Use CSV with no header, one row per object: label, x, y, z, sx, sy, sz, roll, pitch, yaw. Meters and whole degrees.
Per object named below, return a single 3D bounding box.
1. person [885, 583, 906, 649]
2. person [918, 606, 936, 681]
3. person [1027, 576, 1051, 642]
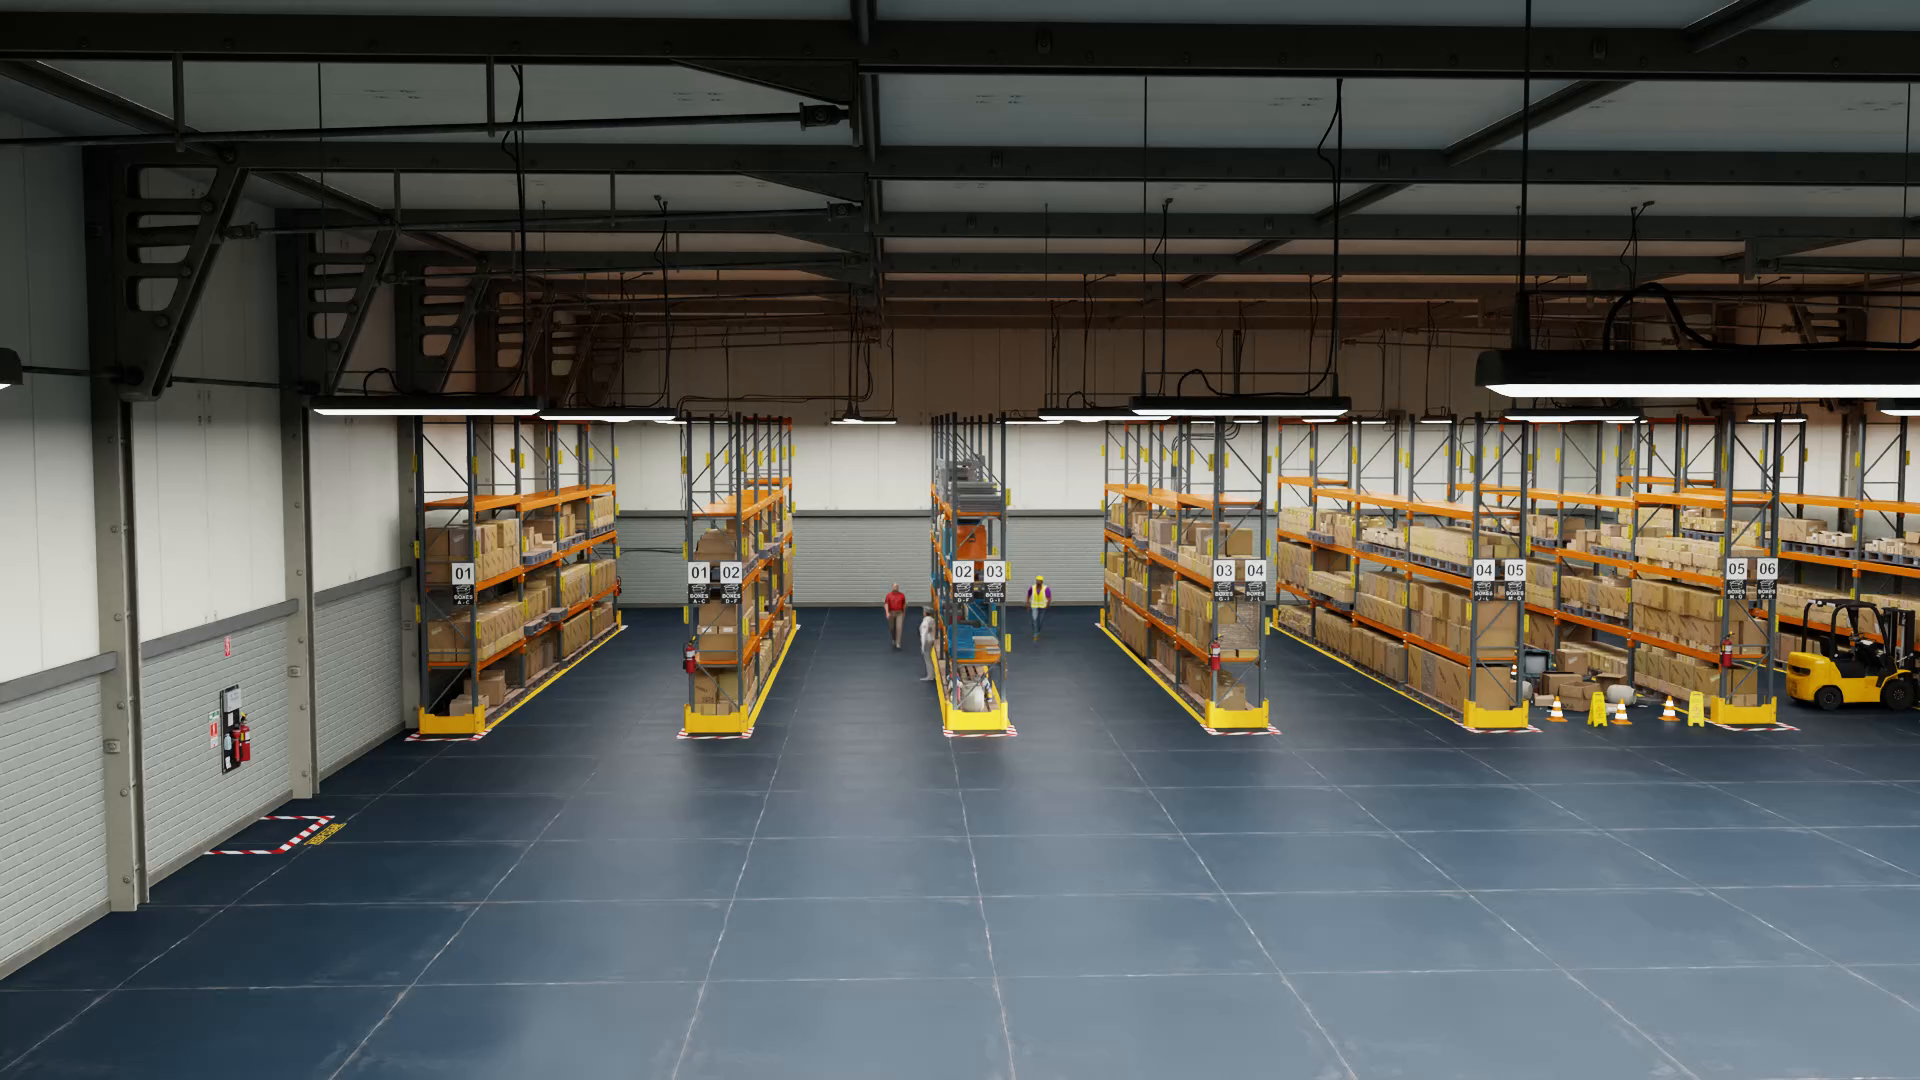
person,-1.682,1.953,43.069,0.537,1.673,1.021,0,4,3
person,-0.740,2.343,37.426,0.365,1.723,0.555,1,4,19
person,2.128,1.827,44.710,0.637,1.747,1.003,0,4,-3
